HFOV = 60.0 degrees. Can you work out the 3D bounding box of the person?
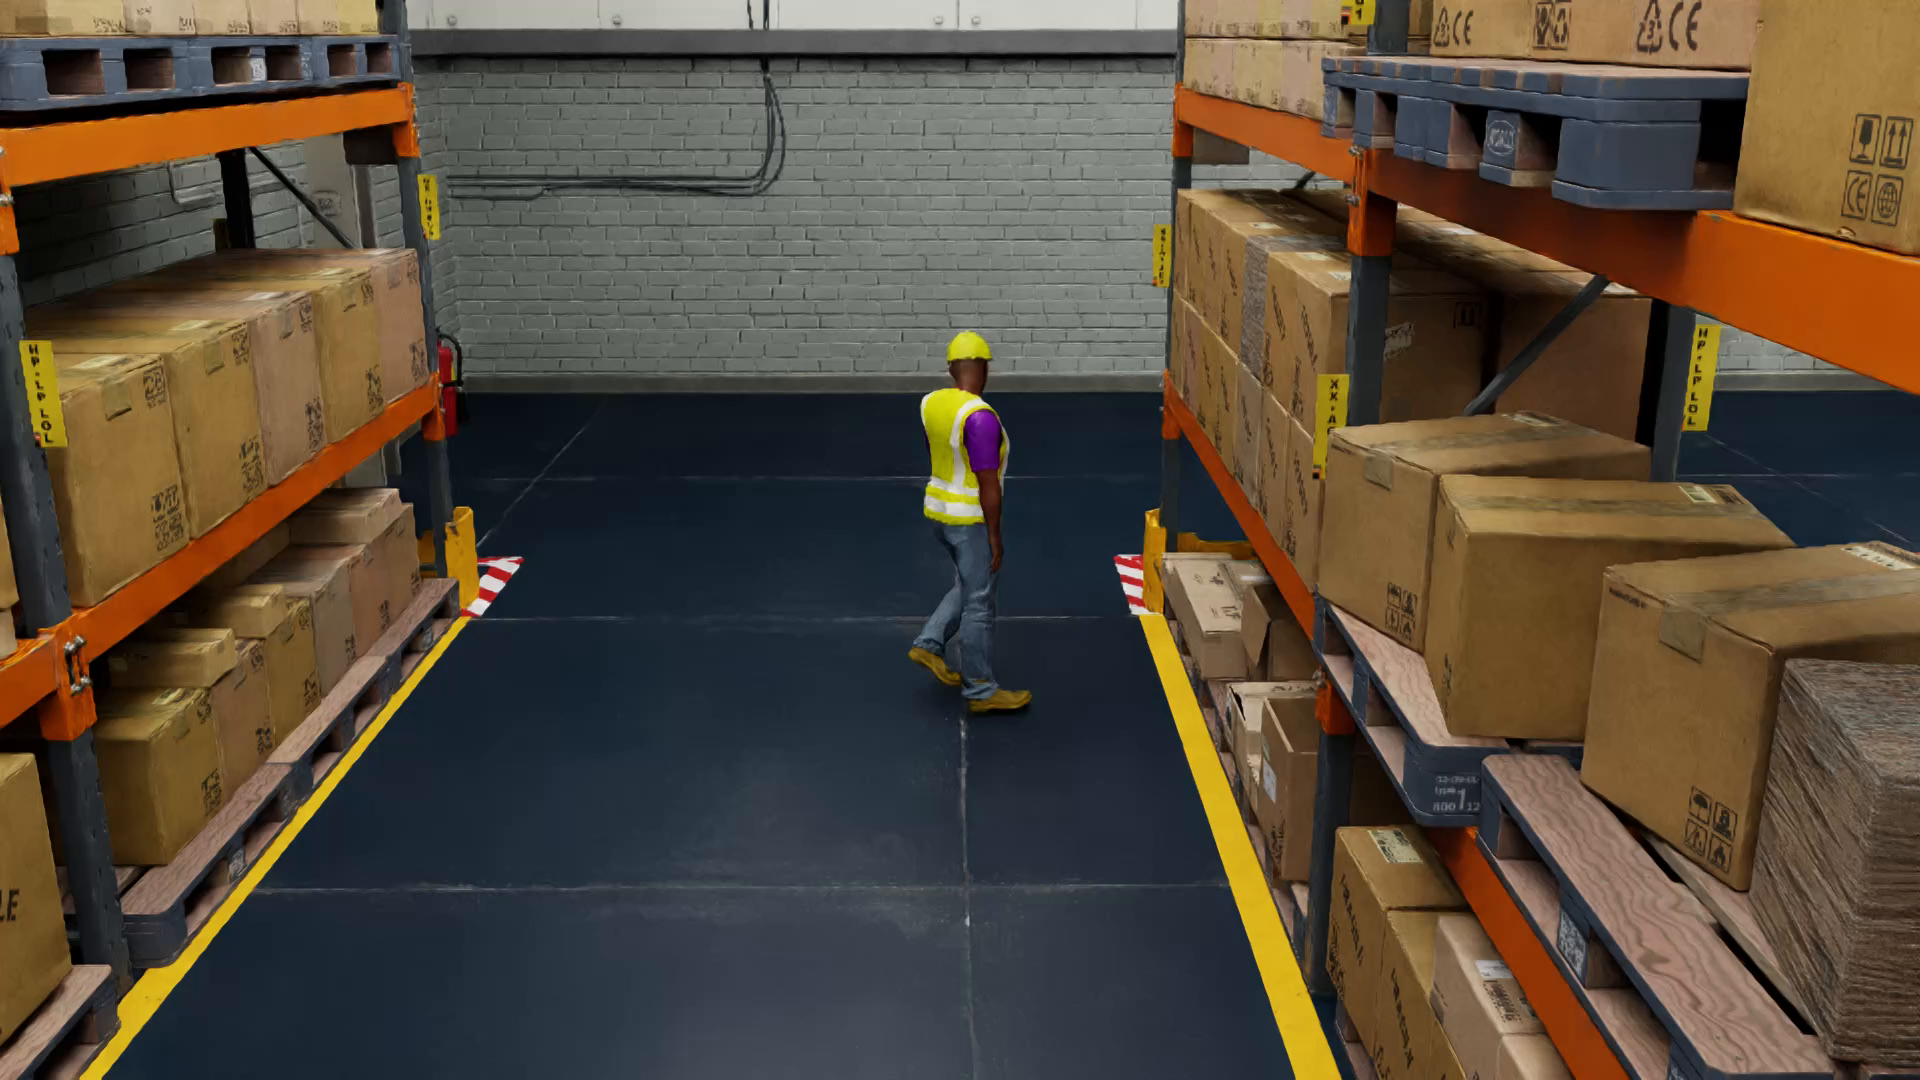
[{"bbox_3d":[0.004,-0.091,7.774,0.494,1.758,0.635,-9,19,-26],"label":"person"}]
